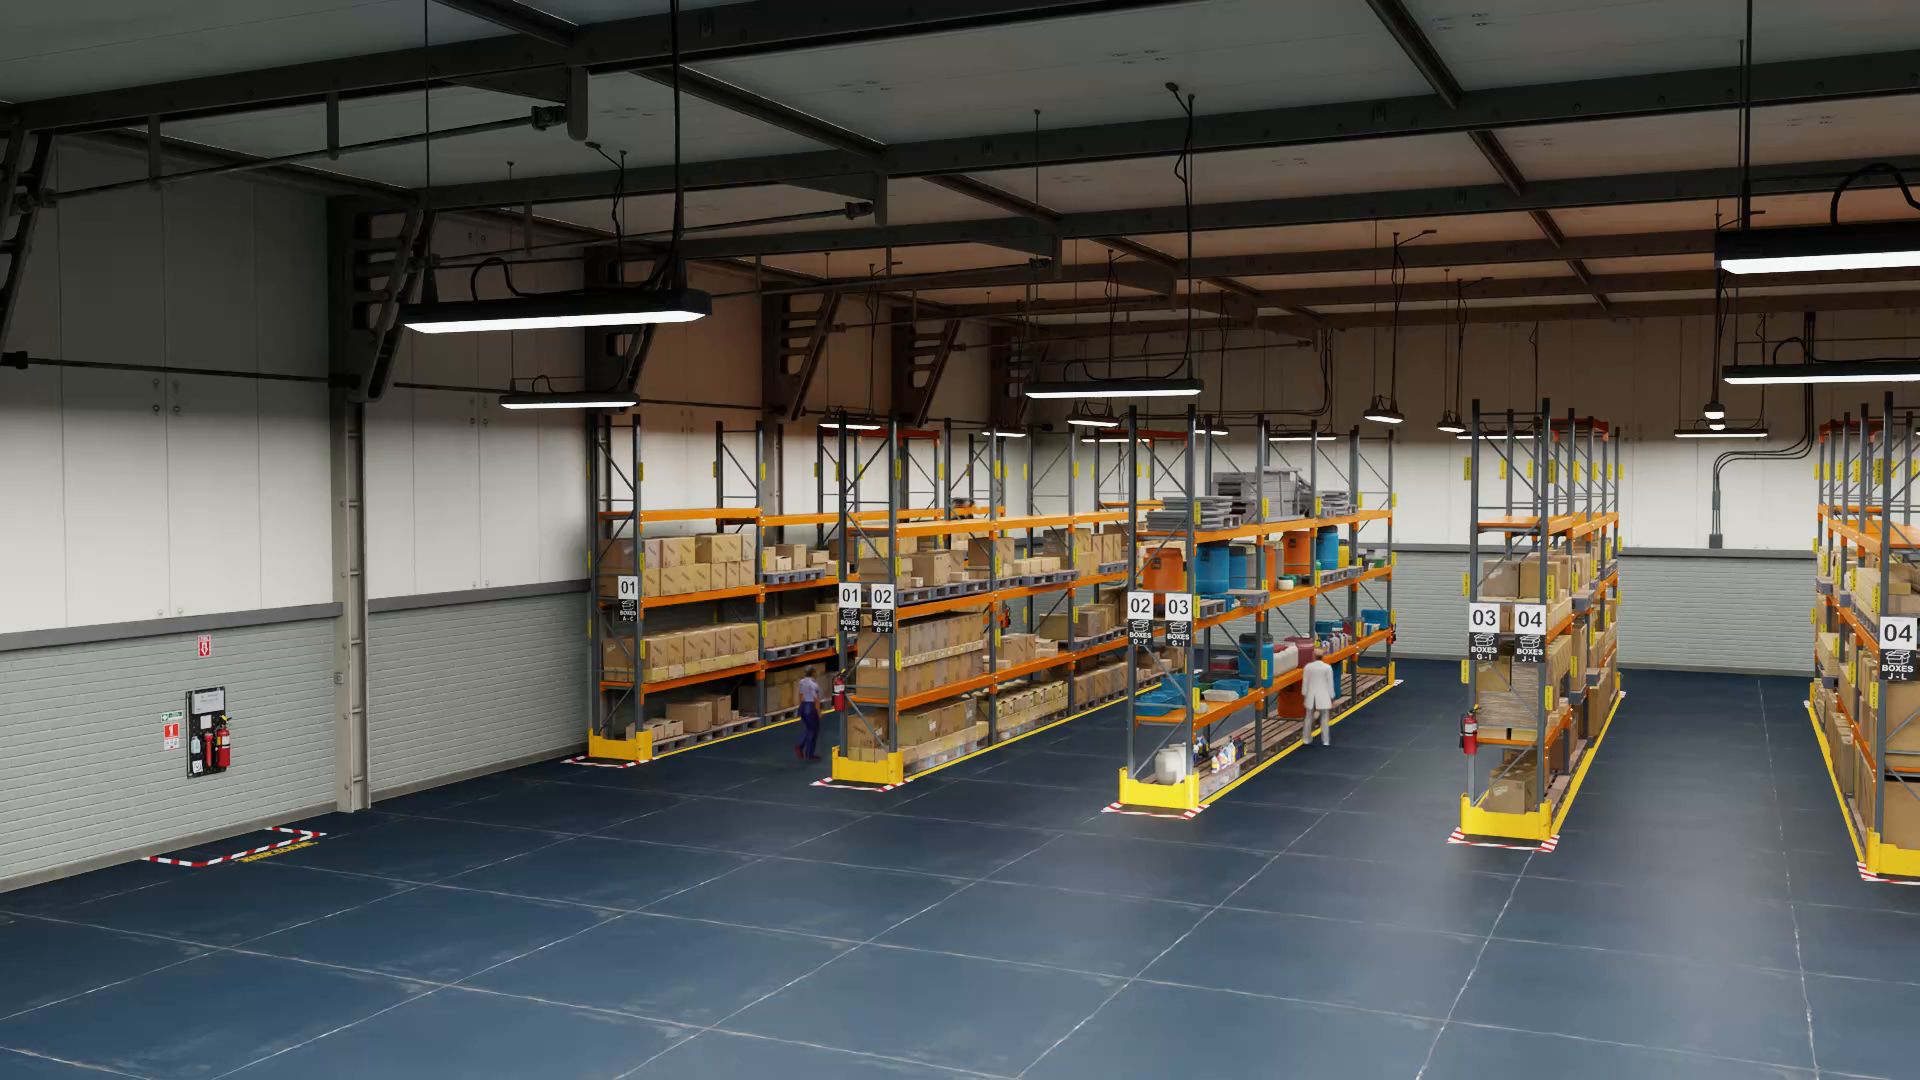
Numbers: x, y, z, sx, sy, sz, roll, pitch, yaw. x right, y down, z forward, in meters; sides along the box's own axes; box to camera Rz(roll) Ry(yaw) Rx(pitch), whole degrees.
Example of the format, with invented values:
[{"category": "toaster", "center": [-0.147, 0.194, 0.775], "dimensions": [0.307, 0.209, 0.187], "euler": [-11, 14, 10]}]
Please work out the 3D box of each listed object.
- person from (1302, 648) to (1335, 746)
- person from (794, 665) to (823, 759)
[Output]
[{"category": "person", "center": [6.565, 2.865, 30.435], "dimensions": [0.609, 1.783, 0.478], "euler": [2, 3, 38]}, {"category": "person", "center": [-2.599, 3.021, 28.791], "dimensions": [0.476, 1.565, 0.473], "euler": [-1, 3, -32]}]
